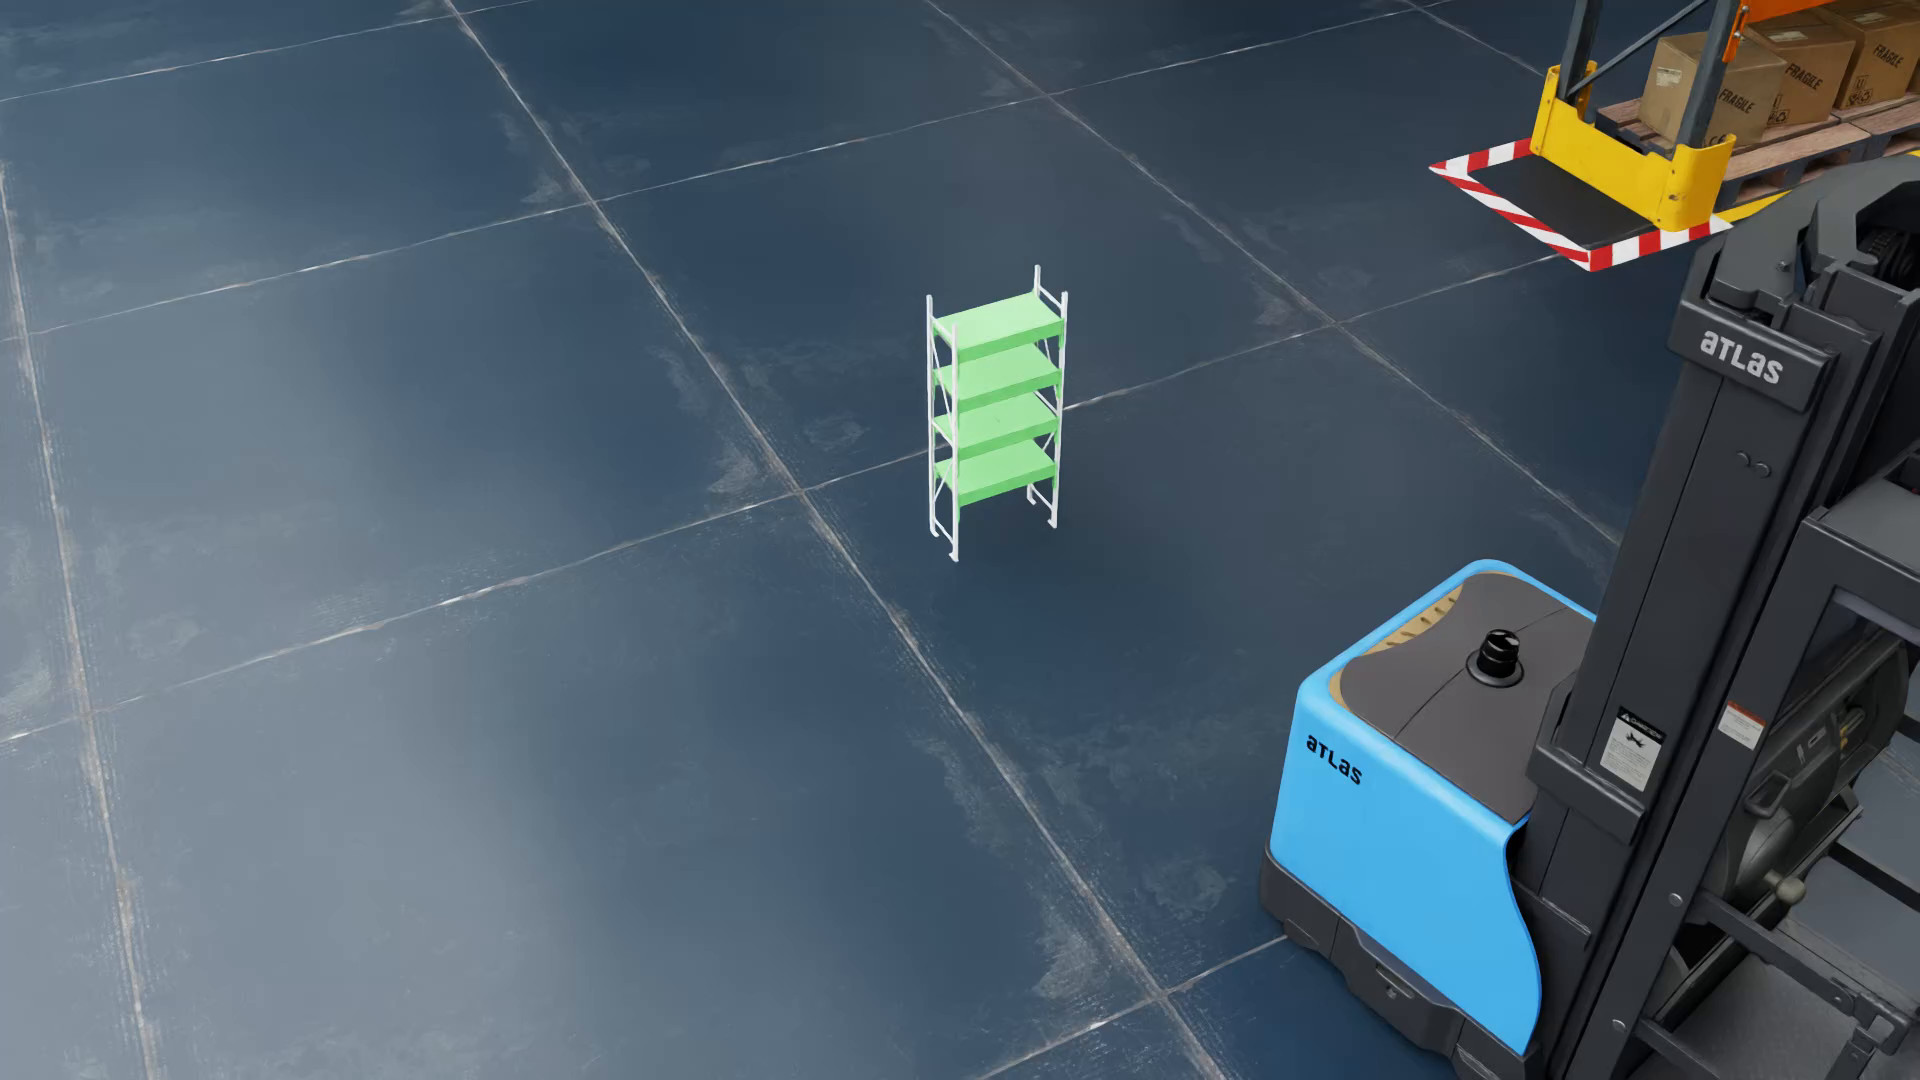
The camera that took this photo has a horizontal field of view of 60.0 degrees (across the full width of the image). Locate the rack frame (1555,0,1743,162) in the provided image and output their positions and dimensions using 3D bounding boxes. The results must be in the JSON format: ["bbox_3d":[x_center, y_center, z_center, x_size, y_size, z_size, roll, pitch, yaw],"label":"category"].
[{"bbox_3d":[3.769,-3.212,8.722,0.127,3.000,1.000,-19,44,-21],"label":"rack frame"}]

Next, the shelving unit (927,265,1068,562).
[{"bbox_3d":[0.147,-0.507,6.921,0.503,1.200,0.258,-19,44,-21],"label":"shelving unit"}]

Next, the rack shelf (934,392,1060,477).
[{"bbox_3d":[0.147,-0.459,6.962,0.480,0.148,0.258,-19,44,-21],"label":"rack shelf"}]

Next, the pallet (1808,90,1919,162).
[{"bbox_3d":[5.654,-2.754,10.340,1.213,0.211,1.003,-19,44,-21],"label":"pallet"}]

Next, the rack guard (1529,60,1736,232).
[{"bbox_3d":[3.837,-2.280,9.557,0.348,0.500,1.175,-19,44,-21],"label":"rack guard"}]

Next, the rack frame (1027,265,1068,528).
[{"bbox_3d":[0.363,-0.580,7.007,0.015,1.200,0.240,-19,44,-21],"label":"rack frame"}]

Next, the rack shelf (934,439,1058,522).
[{"bbox_3d":[0.147,-0.275,7.117,0.480,0.148,0.258,-19,44,-21],"label":"rack shelf"}]

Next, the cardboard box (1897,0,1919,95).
[{"bbox_3d":[5.925,-3.109,10.211,0.500,0.500,0.500,-22,45,-24],"label":"cardboard box"}]

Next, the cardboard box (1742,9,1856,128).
[{"bbox_3d":[4.845,-2.793,9.837,0.500,0.500,0.500,-8,41,-9],"label":"cardboard box"}]

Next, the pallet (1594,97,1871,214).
[{"bbox_3d":[4.574,-2.392,9.913,1.213,0.211,1.003,-19,44,-21],"label":"pallet"}]

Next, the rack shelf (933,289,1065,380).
[{"bbox_3d":[0.147,-0.825,6.652,0.480,0.148,0.258,-19,44,-21],"label":"rack shelf"}]

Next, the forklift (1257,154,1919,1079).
[{"bbox_3d":[2.357,0.666,4.195,1.130,2.935,3.031,-29,48,-30],"label":"forklift"}]

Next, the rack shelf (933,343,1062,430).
[{"bbox_3d":[0.147,-0.642,6.807,0.480,0.148,0.258,-19,44,-21],"label":"rack shelf"}]

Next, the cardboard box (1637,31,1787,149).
[{"bbox_3d":[4.331,-2.594,9.603,0.500,0.500,0.500,-11,41,-13],"label":"cardboard box"}]

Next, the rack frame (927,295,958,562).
[{"bbox_3d":[-0.070,-0.435,6.835,0.015,1.200,0.240,-19,44,-21],"label":"rack frame"}]

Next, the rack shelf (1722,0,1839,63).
[{"bbox_3d":[5.543,-3.534,9.660,4.000,0.370,1.077,-19,44,-21],"label":"rack shelf"}]

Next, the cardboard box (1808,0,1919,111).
[{"bbox_3d":[5.409,-2.969,10.045,0.500,0.500,0.500,-15,42,-17],"label":"cardboard box"}]
